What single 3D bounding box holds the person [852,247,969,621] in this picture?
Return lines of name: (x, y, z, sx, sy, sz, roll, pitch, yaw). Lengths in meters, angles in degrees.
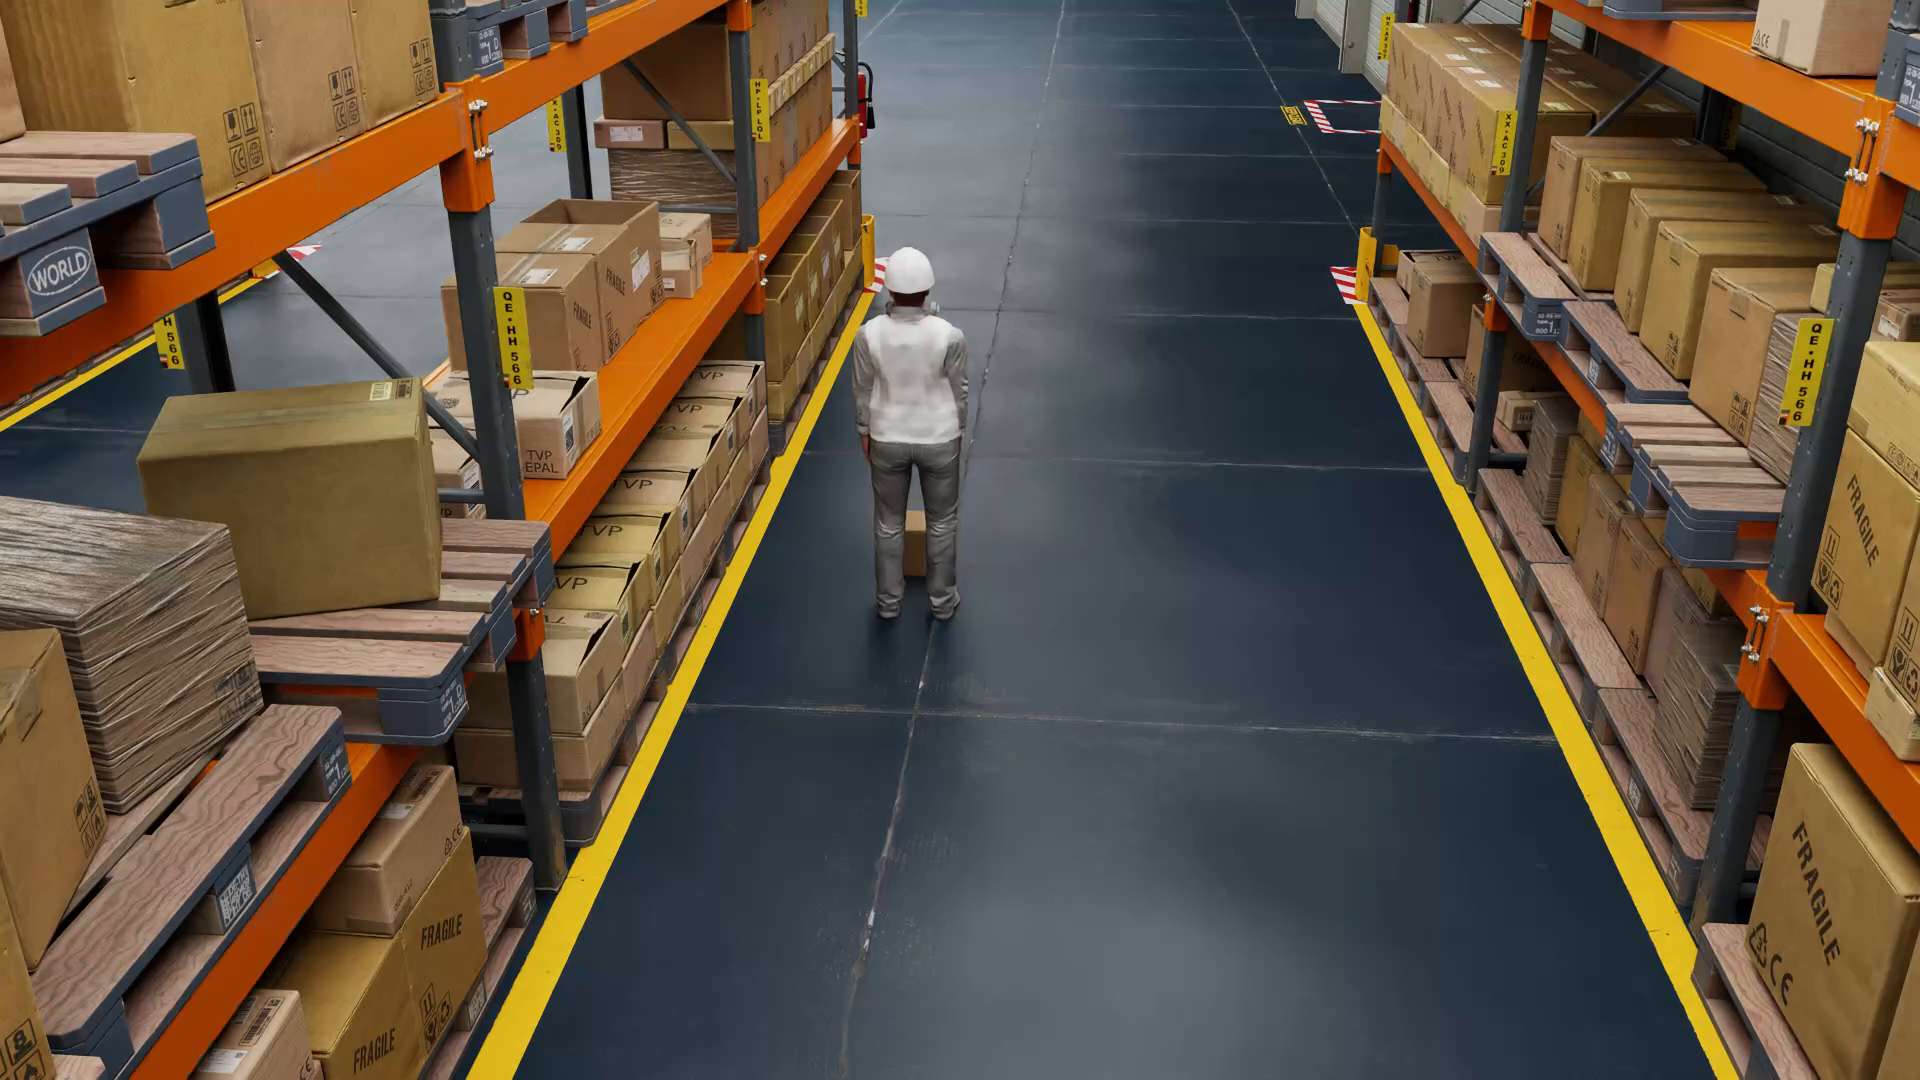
person: (-0.223, -0.475, 7.633, 0.532, 1.775, 0.358, 2, 24, 5)
